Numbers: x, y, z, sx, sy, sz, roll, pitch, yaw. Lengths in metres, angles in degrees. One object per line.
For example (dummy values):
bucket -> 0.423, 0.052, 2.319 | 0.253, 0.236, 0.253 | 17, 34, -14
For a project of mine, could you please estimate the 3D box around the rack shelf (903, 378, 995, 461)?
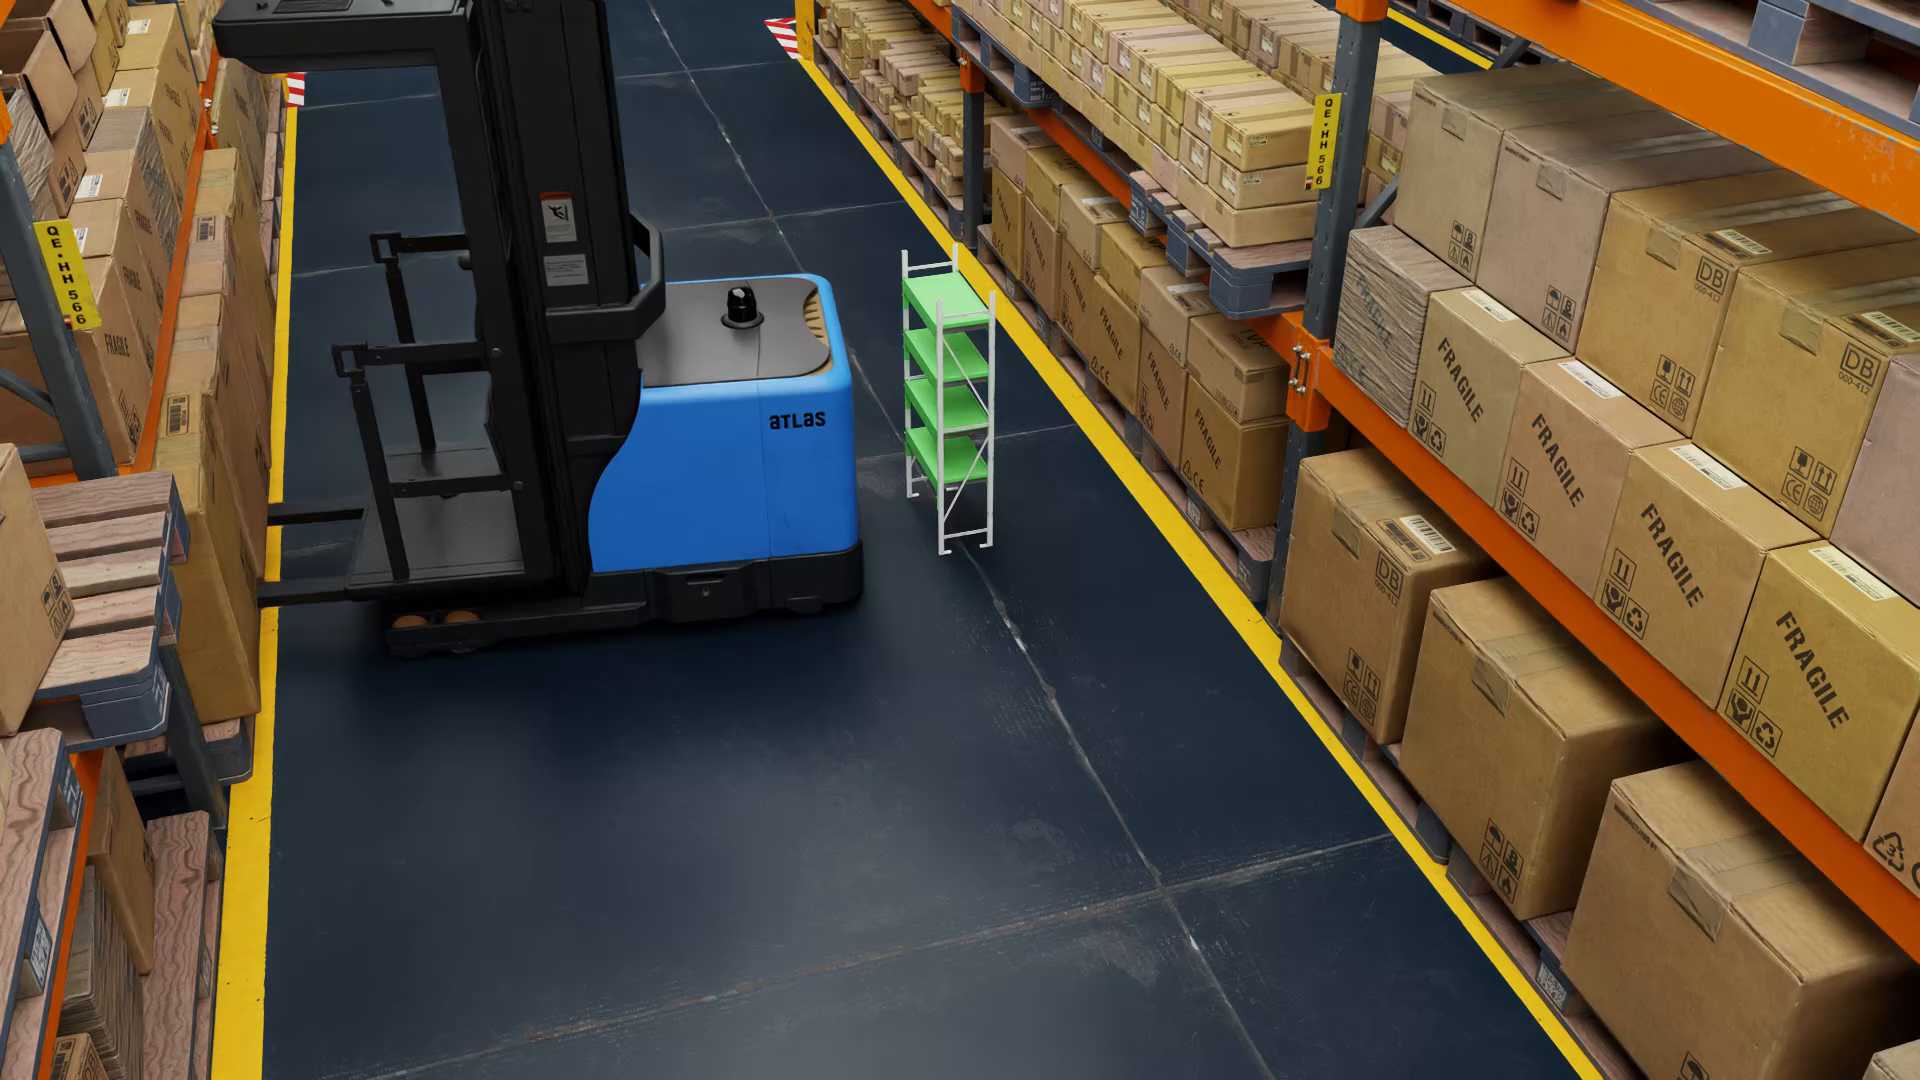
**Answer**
rack shelf -> -0.050, -0.534, 7.086 | 0.258, 0.148, 0.480 | -10, 35, -15

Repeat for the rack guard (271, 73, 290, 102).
rack guard -> -5.471, -3.366, 11.890 | 1.175, 0.500, 0.348 | -10, 35, -15

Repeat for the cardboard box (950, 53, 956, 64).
cardboard box -> 0.115, -3.378, 11.577 | 0.380, 0.149, 0.250 | -8, 34, -12

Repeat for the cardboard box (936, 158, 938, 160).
cardboard box -> 0.068, -2.362, 10.309 | 0.380, 0.149, 0.250 | -9, 35, -13

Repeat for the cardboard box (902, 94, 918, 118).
cardboard box -> -0.160, -2.855, 10.786 | 0.380, 0.149, 0.250 | -9, 35, -14

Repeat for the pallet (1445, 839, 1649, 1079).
pallet -> 2.269, 1.252, 5.163 | 1.003, 0.211, 1.213 | -10, 35, -15

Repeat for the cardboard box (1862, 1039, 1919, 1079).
cardboard box -> 2.677, 1.576, 3.804 | 1.050, 0.750, 0.750 | -10, 35, -15

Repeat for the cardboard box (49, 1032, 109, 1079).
cardboard box -> -2.439, 1.597, 3.980 | 0.700, 0.500, 0.500 | -7, 34, -11

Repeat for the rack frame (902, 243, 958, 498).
rack frame -> -0.125, -0.716, 7.245 | 0.240, 1.200, 0.015 | -10, 35, -15

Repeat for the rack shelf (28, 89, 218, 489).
rack shelf -> -3.633, -0.946, 6.613 | 1.077, 0.370, 4.000 | -10, 35, -15

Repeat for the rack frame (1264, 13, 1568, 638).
rack frame -> 1.731, -0.977, 6.008 | 1.000, 3.000, 0.127 | -10, 35, -15

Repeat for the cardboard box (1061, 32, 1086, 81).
cardboard box -> 0.673, -2.167, 7.385 | 0.380, 0.149, 0.250 | -11, 35, -16

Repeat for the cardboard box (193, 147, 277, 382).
cardboard box -> -4.029, -1.252, 7.971 | 1.225, 0.875, 0.875 | -10, 35, -15

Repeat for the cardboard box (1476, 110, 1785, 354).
cardboard box -> 2.014, -0.933, 4.944 | 0.700, 0.500, 0.500 | -10, 35, -15

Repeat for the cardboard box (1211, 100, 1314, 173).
cardboard box -> 1.145, -1.476, 6.070 | 0.380, 0.149, 0.250 | -11, 35, -17

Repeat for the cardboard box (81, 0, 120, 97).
cardboard box -> -3.842, -2.060, 6.646 | 0.797, 0.503, 0.637 | -10, 35, -14

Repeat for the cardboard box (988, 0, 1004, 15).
cardboard box -> 0.354, -2.716, 8.217 | 0.380, 0.149, 0.250 | -9, 35, -14

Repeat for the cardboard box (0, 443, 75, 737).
cardboard box -> -2.555, 0.140, 3.846 | 0.700, 0.500, 0.500 | -5, 34, -8

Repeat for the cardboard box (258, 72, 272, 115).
cardboard box -> -5.192, -3.362, 11.164 | 0.875, 0.875, 0.875 | -10, 35, -15

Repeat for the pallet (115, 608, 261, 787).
pallet -> -3.192, 0.541, 6.240 | 1.003, 0.211, 1.213 | -10, 35, -15

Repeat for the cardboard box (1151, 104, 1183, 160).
cardboard box -> 0.981, -1.632, 6.576 | 0.380, 0.149, 0.250 | -9, 35, -14

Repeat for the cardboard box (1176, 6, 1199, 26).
cardboard box -> 1.226, -2.404, 7.745 | 0.380, 0.149, 0.250 | -10, 35, -15

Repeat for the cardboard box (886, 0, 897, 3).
cardboard box -> -0.674, -3.955, 12.179 | 0.380, 0.149, 0.250 | -9, 35, -14

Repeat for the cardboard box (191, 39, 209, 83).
cardboard box -> -4.017, -2.403, 8.393 | 0.380, 0.149, 0.250 | -10, 35, -15

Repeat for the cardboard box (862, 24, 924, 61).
cardboard box -> -0.452, -3.391, 11.327 | 0.380, 0.149, 0.250 | -9, 35, -14

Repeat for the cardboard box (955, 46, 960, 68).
cardboard box -> 0.189, -3.216, 11.061 | 0.380, 0.149, 0.250 | -11, 35, -17

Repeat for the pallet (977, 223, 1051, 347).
pallet -> 0.750, -1.505, 9.337 | 1.003, 0.211, 1.213 | -10, 35, -15

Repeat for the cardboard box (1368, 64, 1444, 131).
cardboard box -> 1.690, -1.712, 6.427 | 0.380, 0.149, 0.250 | -11, 35, -16

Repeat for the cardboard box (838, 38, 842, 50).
cardboard box -> -0.696, -3.711, 12.349 | 0.380, 0.149, 0.250 | -10, 35, -15

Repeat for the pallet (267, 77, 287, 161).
pallet -> -5.145, -2.826, 11.336 | 1.003, 0.211, 1.213 | -10, 35, -15

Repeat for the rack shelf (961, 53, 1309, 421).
rack shelf -> 1.121, -1.727, 7.795 | 1.077, 0.370, 4.000 | -10, 35, -15

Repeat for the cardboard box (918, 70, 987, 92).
cardboard box -> -0.048, -2.861, 10.523 | 0.380, 0.149, 0.250 | -9, 34, -13

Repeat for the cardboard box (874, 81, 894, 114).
cardboard box -> -0.369, -3.024, 11.311 | 0.380, 0.149, 0.250 | -10, 35, -15

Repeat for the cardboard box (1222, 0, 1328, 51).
cardboard box -> 1.373, -2.261, 7.258 | 0.380, 0.149, 0.250 | -9, 35, -13

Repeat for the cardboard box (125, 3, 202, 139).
cardboard box -> -3.840, -2.138, 7.674 | 0.500, 0.500, 0.500 | -10, 35, -15

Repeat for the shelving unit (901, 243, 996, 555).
shelving unit -> -0.050, -0.587, 7.051 | 0.258, 1.200, 0.503 | -10, 35, -15

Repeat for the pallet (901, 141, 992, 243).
pallet -> 0.273, -2.260, 10.479 | 1.003, 0.211, 1.213 | -10, 35, -15

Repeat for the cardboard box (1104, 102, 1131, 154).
cardboard box -> 0.834, -1.767, 7.051 | 0.380, 0.149, 0.250 | -12, 35, -17

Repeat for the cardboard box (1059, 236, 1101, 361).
cardboard box -> 0.820, -1.227, 8.272 | 0.500, 0.500, 0.500 | -9, 35, -14

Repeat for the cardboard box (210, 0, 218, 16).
cardboard box -> -4.338, -2.951, 9.222 | 0.380, 0.149, 0.250 | -10, 35, -15

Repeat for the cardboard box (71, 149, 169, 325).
cardboard box -> -3.231, -1.077, 6.069 | 0.500, 0.500, 0.500 | -11, 35, -16

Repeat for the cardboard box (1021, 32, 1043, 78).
cardboard box -> 0.510, -2.321, 7.889 | 0.380, 0.149, 0.250 | -12, 35, -17

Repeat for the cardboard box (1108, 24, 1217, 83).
cardboard box -> 0.838, -2.013, 6.883 | 0.380, 0.149, 0.250 | -10, 35, -15

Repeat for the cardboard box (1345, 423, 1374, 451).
cardboard box -> 1.759, -0.524, 7.208 | 0.500, 0.500, 0.500 | -11, 35, -17

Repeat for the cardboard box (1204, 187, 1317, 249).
cardboard box -> 1.143, -1.229, 6.236 | 0.380, 0.149, 0.250 | -9, 35, -14

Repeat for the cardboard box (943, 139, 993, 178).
cardboard box -> 0.112, -2.299, 9.944 | 0.380, 0.149, 0.250 | -9, 35, -14

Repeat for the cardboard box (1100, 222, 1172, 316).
cardboard box -> 0.969, -1.270, 7.657 | 0.500, 0.250, 0.500 | -9, 35, -14

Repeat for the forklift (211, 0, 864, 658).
forklift -> -1.959, -1.073, 6.216 | 3.031, 2.935, 1.130 | -5, 34, -8

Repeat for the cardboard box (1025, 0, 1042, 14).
cardboard box -> 0.512, -2.565, 7.719 | 0.380, 0.149, 0.250 | -10, 35, -15

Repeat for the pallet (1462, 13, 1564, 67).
pallet -> 4.661, -3.853, 12.890 | 1.003, 0.211, 1.213 | -10, 35, -15

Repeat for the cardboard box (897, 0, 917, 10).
cardboard box -> -0.284, -4.034, 12.300 | 0.380, 0.149, 0.250 | -9, 35, -14

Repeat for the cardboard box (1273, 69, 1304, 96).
cardboard box -> 1.529, -1.873, 6.941 | 0.380, 0.149, 0.250 | -10, 35, -15

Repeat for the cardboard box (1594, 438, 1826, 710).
cardboard box -> 2.072, 0.056, 4.354 | 0.500, 0.500, 0.500 | -10, 35, -15

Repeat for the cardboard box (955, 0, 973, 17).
cardboard box -> 0.193, -2.863, 8.709 | 0.380, 0.149, 0.250 | -12, 35, -17
